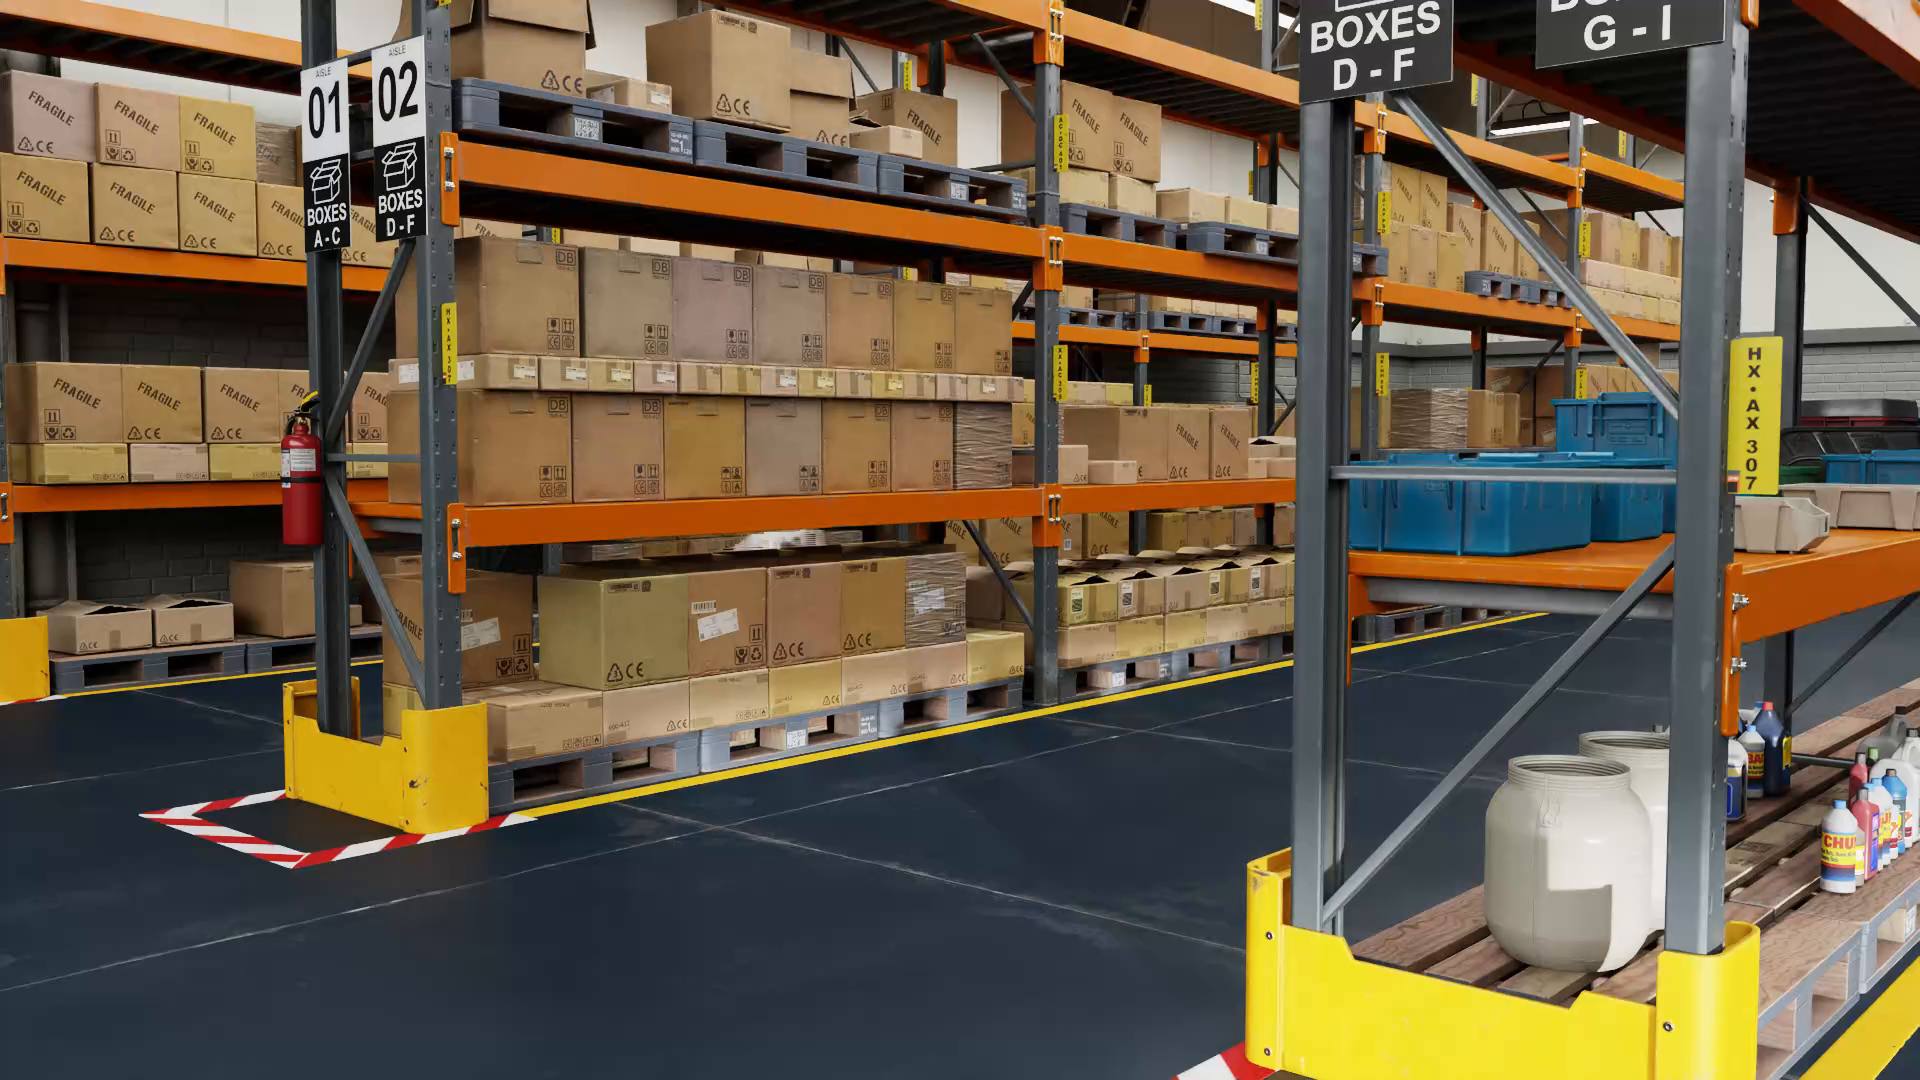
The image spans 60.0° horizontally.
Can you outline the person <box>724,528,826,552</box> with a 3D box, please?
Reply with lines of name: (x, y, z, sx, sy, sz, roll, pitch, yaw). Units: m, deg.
person: (-1.404, 0.340, 12.358, 0.528, 0.997, 0.950, 3, 4, 38)
